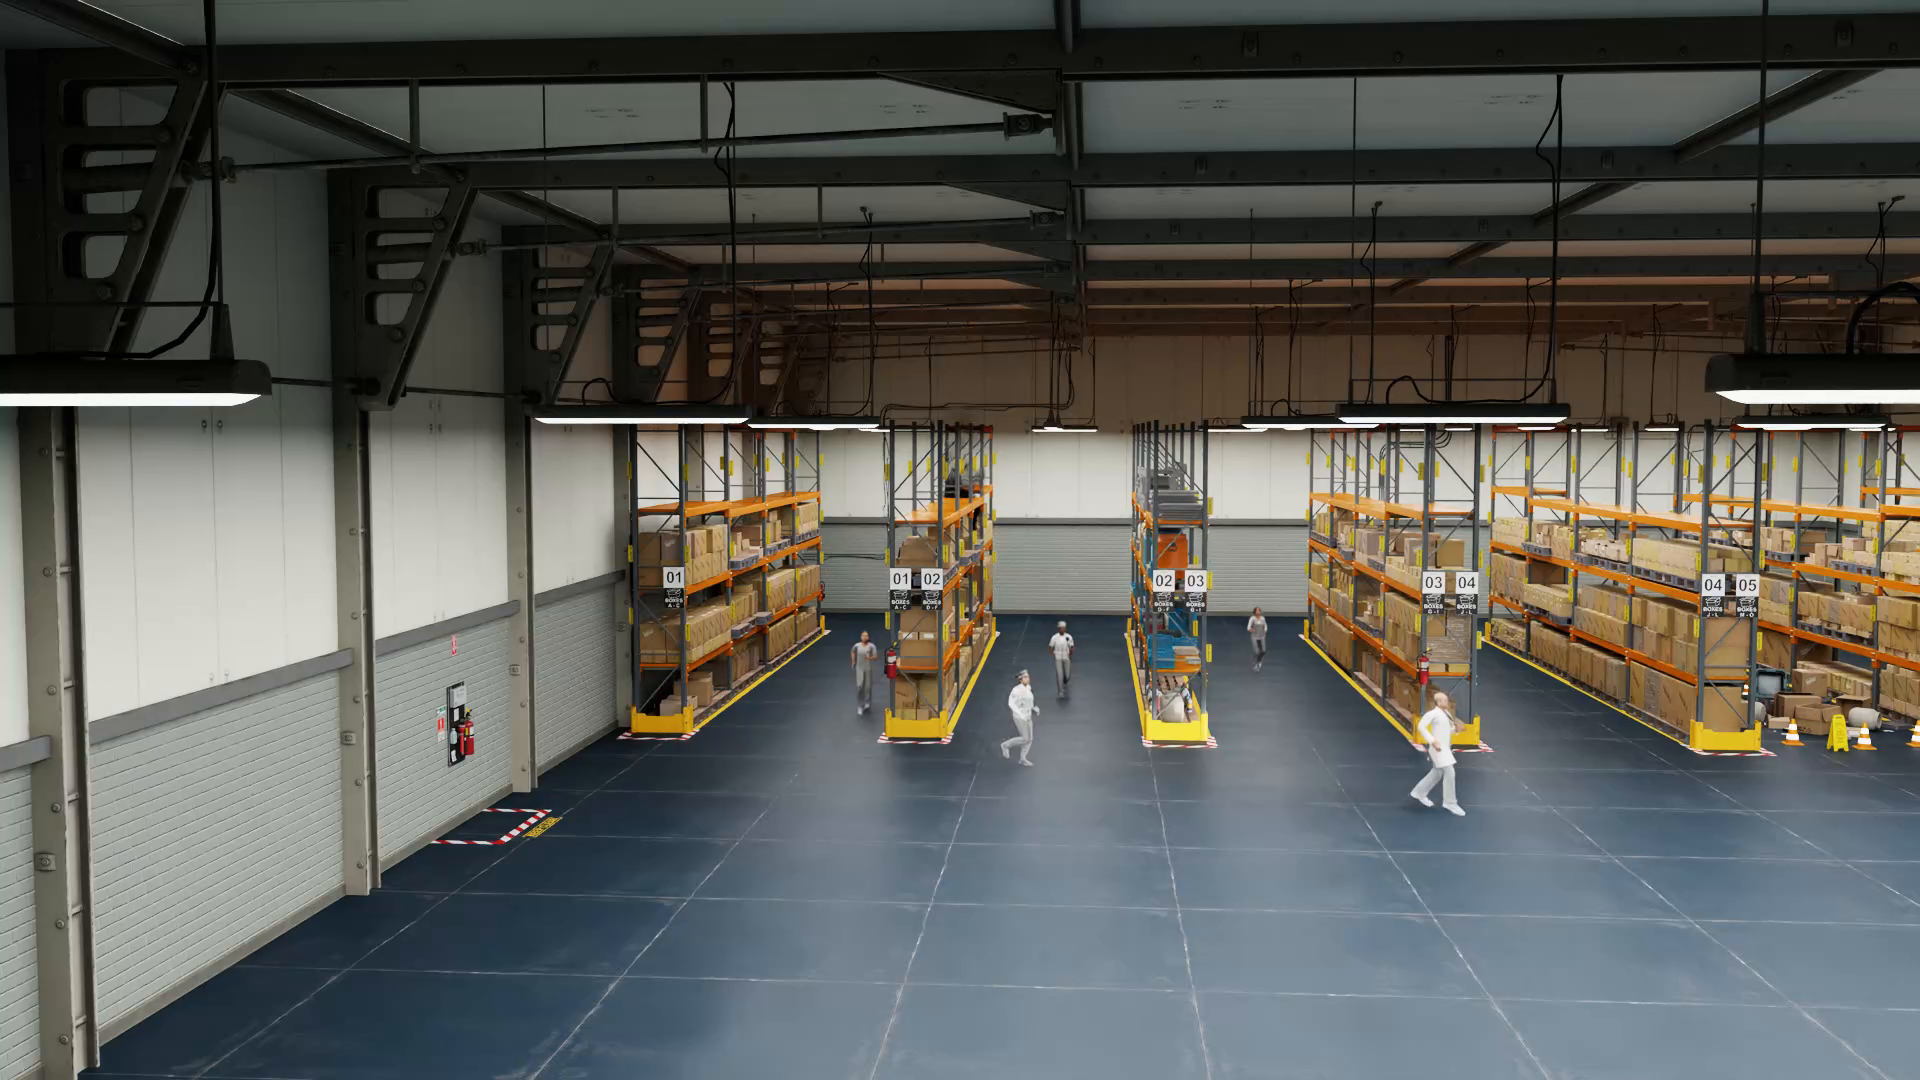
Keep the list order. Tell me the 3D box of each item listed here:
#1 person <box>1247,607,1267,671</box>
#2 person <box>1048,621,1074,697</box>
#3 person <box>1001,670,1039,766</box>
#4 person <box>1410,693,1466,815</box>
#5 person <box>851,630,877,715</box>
[{"bbox_3d":[7.208,2.438,40.147,0.524,1.468,0.537,0,4,-5],"label":"person"},{"bbox_3d":[2.221,2.596,36.373,0.574,1.644,0.566,0,4,-2],"label":"person"},{"bbox_3d":[1.060,3.072,28.914,0.603,1.676,0.615,3,4,35],"label":"person"},{"bbox_3d":[7.284,3.225,25.294,0.876,1.822,0.694,2,4,29],"label":"person"},{"bbox_3d":[-1.974,2.714,34.300,0.533,1.724,0.754,0,4,-4],"label":"person"}]
